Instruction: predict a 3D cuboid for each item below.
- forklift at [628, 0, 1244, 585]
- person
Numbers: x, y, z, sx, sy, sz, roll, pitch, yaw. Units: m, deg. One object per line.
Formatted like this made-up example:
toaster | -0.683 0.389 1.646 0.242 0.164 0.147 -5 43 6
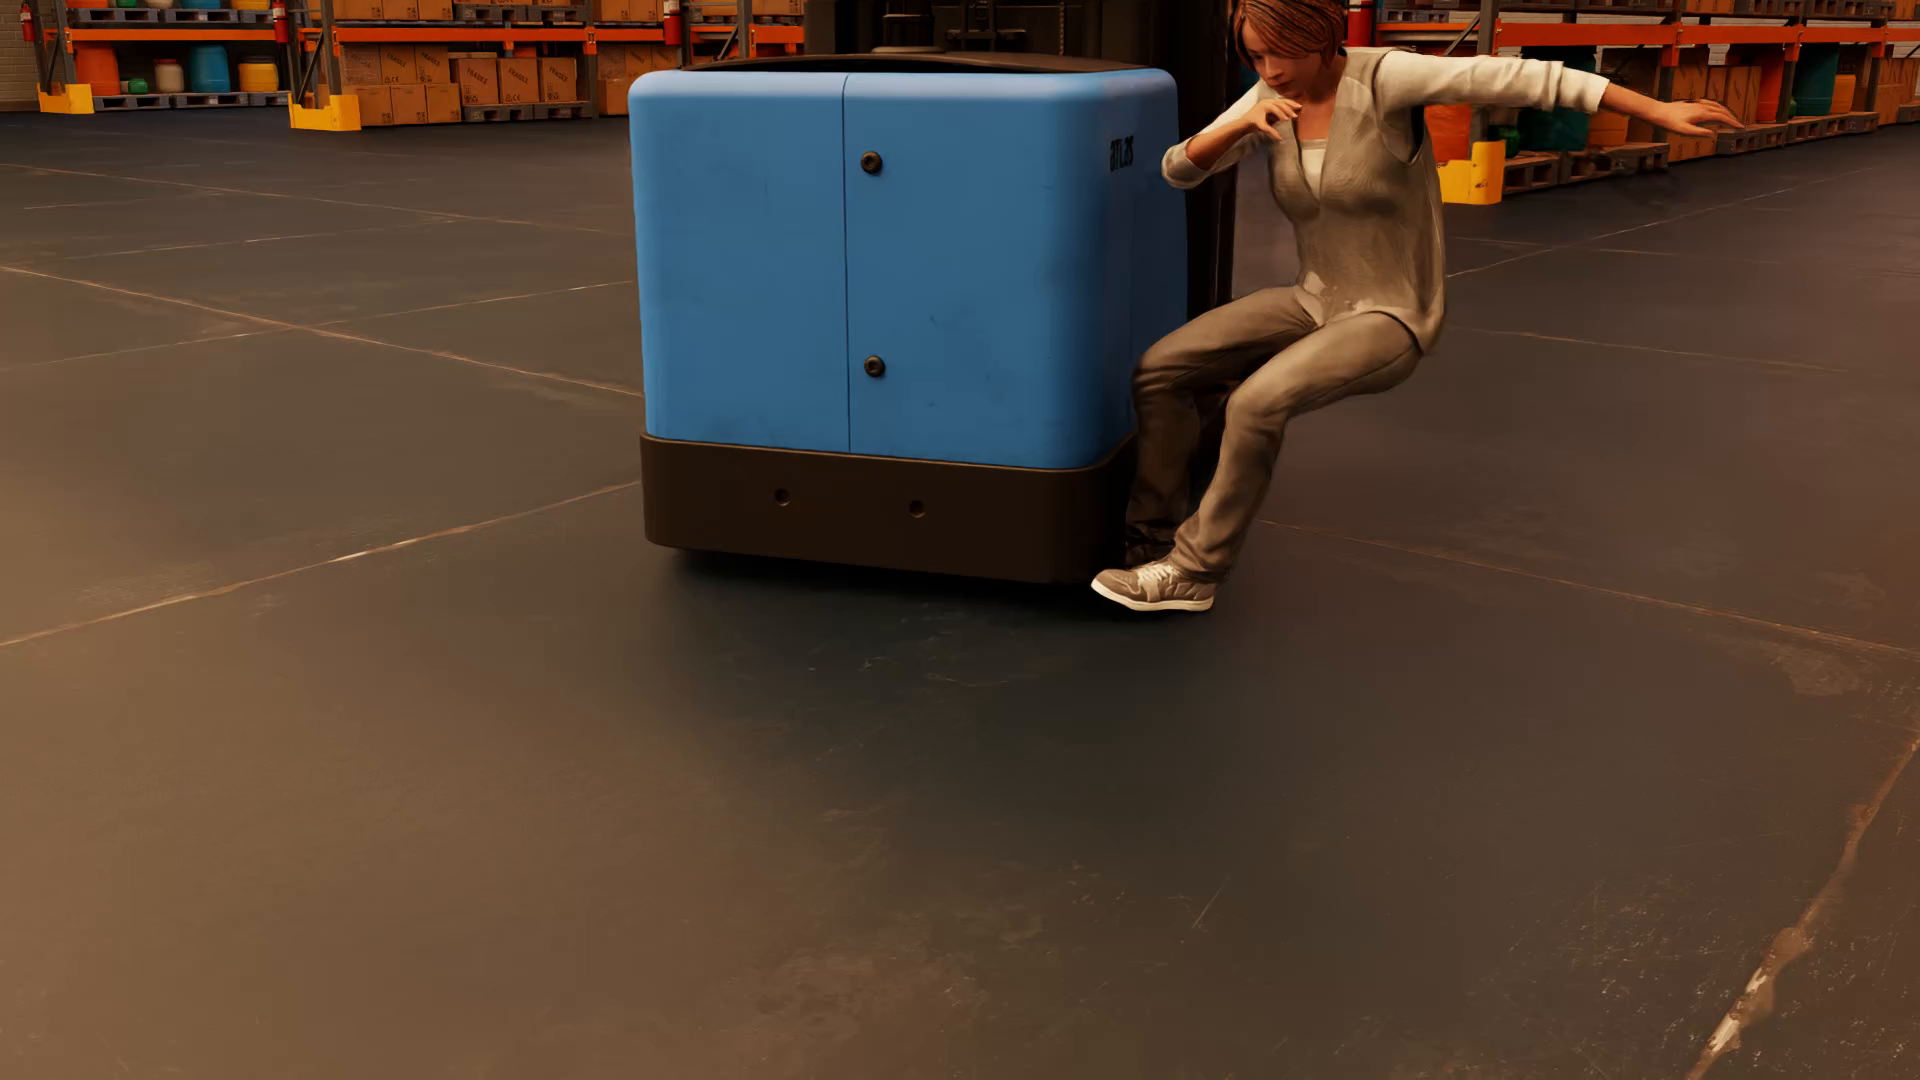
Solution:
forklift | 0.227 -1.699 4.493 1.130 2.935 3.031 5 18 17
person | 0.750 -0.426 3.230 0.747 1.286 1.127 -14 22 -38
